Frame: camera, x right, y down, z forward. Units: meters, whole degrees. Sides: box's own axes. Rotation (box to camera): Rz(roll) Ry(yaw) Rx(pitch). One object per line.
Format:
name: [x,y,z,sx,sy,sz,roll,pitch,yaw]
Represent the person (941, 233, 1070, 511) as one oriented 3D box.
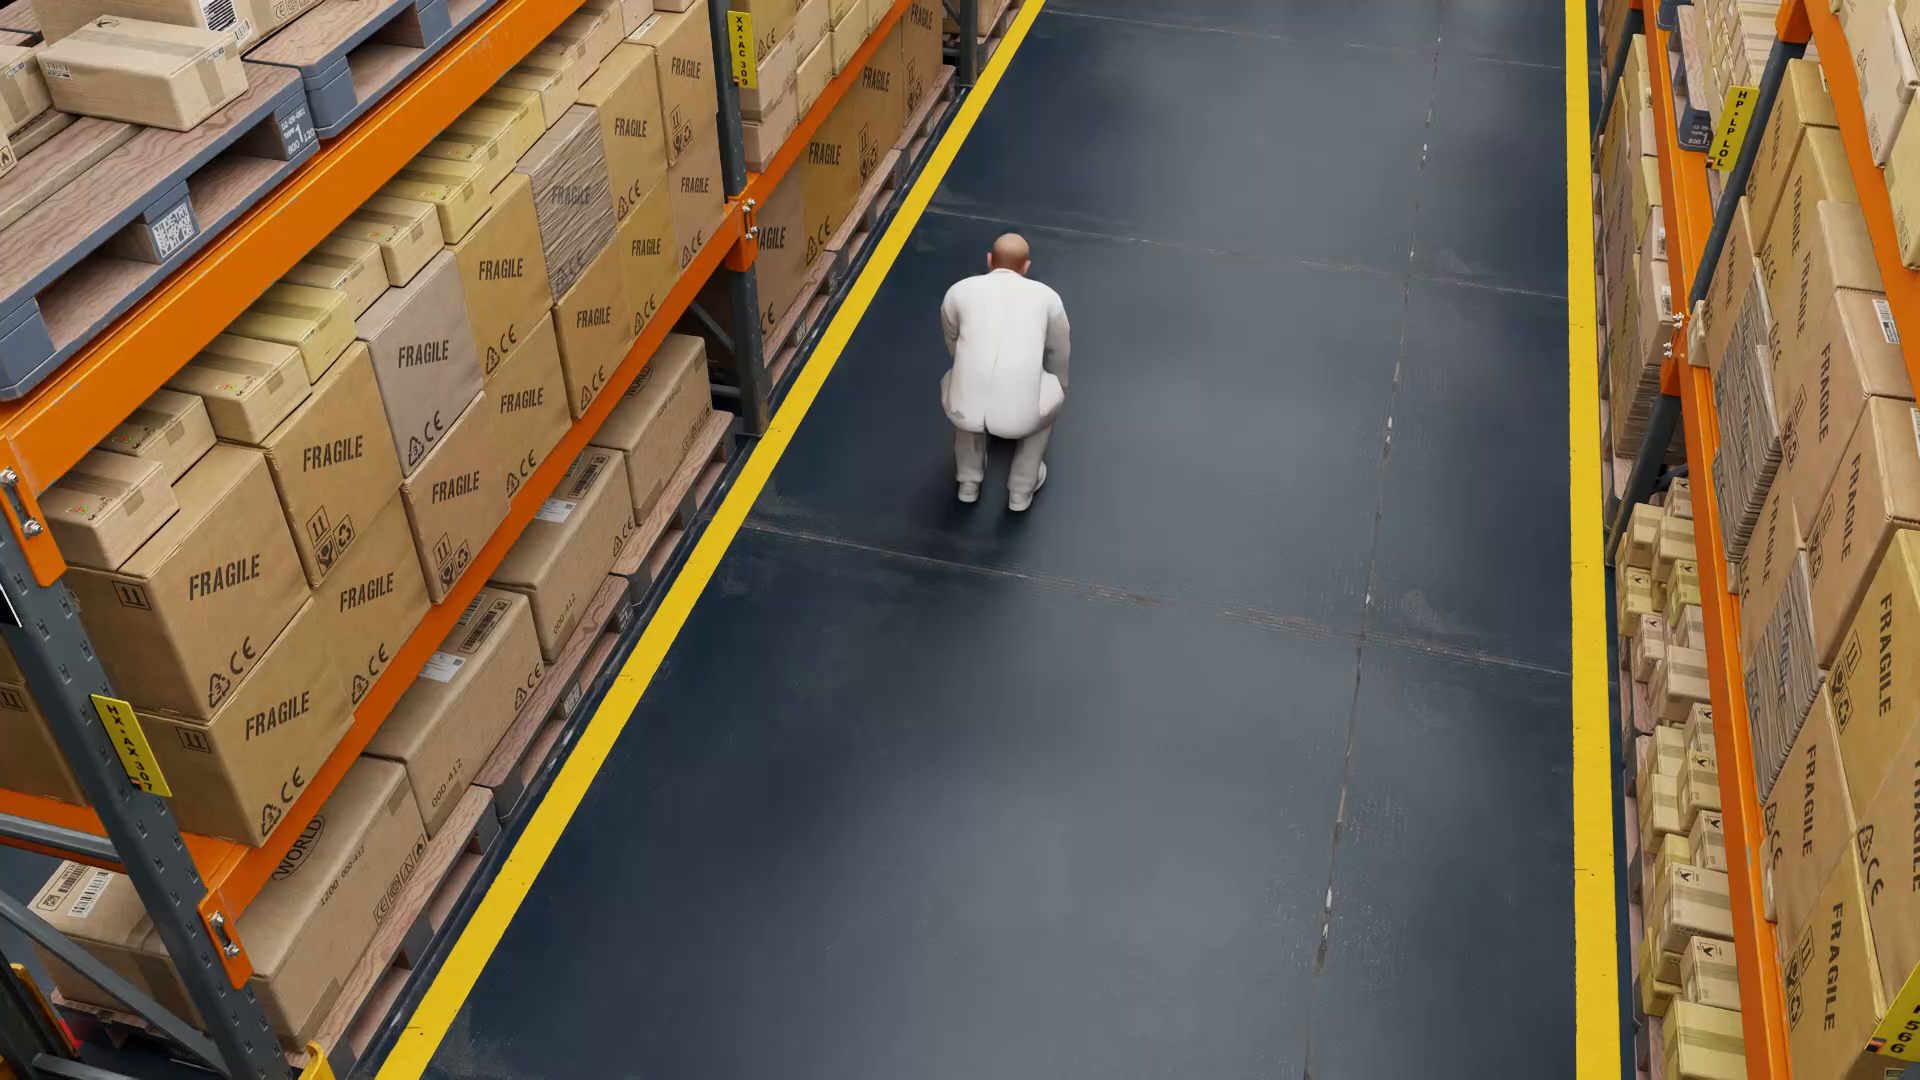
person: [0.185,-0.743,7.564,0.617,1.099,0.867,10,41,11]
